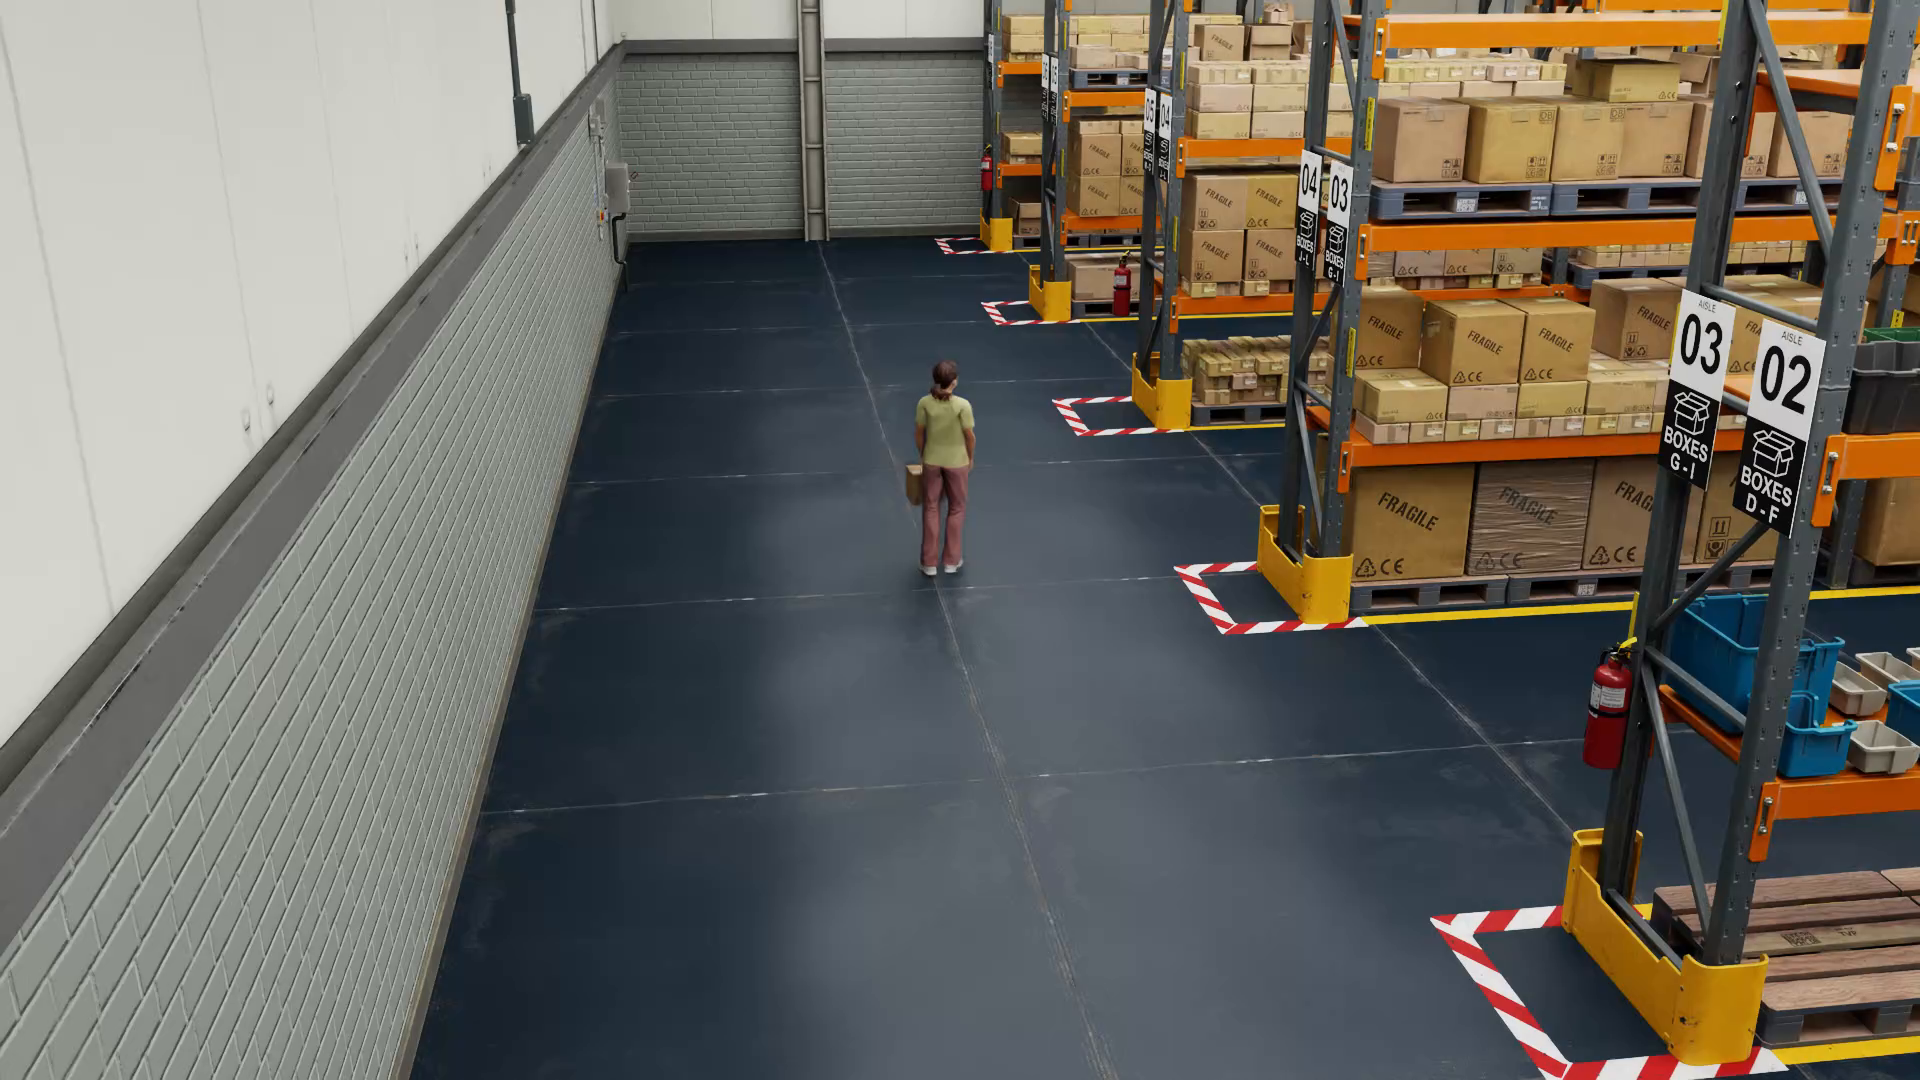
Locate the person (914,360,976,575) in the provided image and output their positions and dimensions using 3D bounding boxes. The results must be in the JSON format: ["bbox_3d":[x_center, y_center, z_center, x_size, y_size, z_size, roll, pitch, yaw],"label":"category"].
[{"bbox_3d":[-0.108,-0.554,12.592,0.473,1.669,0.433,5,21,12],"label":"person"}]
